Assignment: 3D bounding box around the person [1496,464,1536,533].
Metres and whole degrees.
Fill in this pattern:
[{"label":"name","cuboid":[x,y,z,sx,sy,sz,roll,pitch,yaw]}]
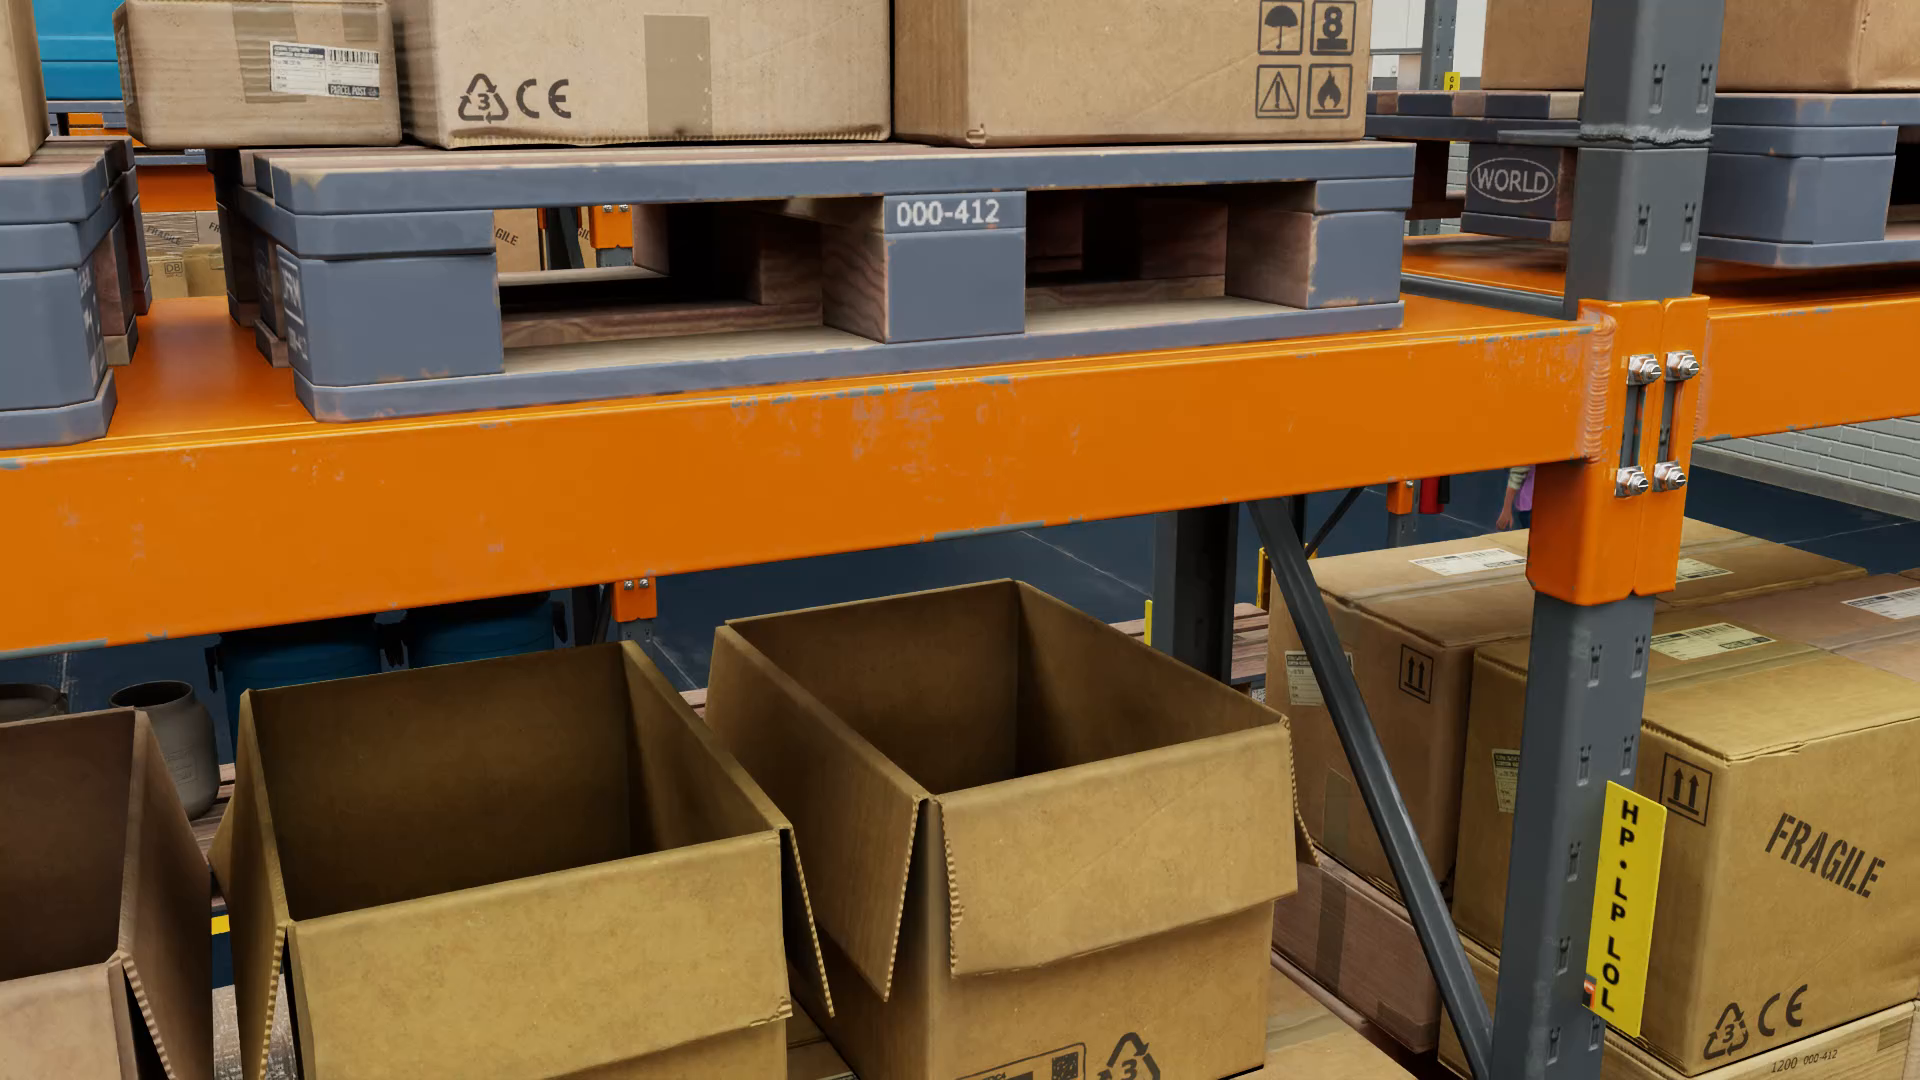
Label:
[{"label":"person","cuboid":[3.225,-0.192,9.223,0.473,1.549,0.930,-6,17,-22]}]
